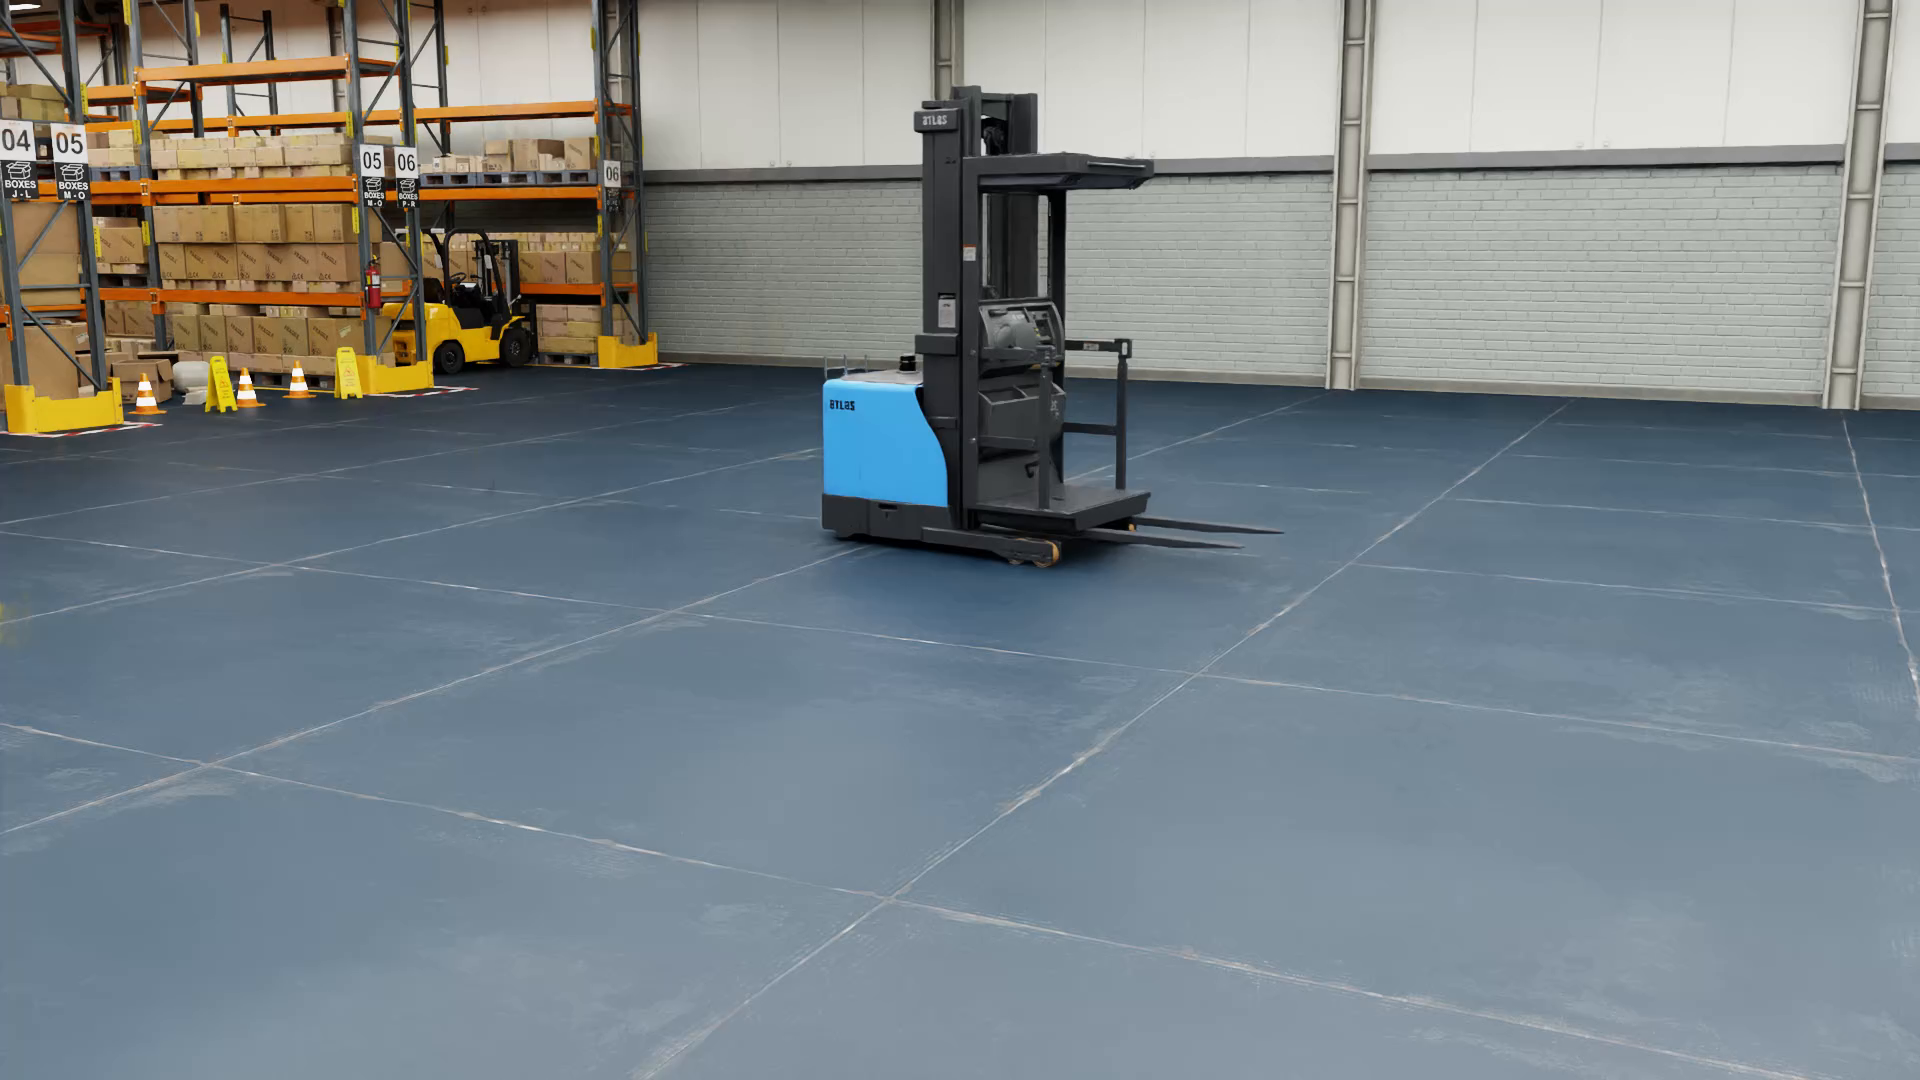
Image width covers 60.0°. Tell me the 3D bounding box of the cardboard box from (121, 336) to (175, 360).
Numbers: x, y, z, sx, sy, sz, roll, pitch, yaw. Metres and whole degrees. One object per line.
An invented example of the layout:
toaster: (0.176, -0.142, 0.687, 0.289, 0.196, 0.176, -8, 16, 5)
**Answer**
cardboard box: (-11.593, -2.755, 24.232, 0.625, 0.372, 0.950, 5, 11, 27)

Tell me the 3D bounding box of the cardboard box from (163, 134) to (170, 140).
cardboard box: (-11.920, -5.804, 24.290, 0.500, 0.250, 0.500, 5, 11, 25)

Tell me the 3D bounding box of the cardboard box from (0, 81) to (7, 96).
cardboard box: (-10.086, -4.660, 17.141, 0.250, 0.149, 0.380, 5, 11, 26)

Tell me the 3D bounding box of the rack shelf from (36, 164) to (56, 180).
rack shelf: (-11.428, -3.967, 18.323, 4.000, 0.370, 1.077, 5, 11, 26)

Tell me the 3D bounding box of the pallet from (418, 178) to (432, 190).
pallet: (-9.725, -6.043, 28.313, 1.217, 0.209, 0.805, 5, 11, 24)

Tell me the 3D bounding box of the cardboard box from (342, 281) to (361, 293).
cardboard box: (-7.964, -3.357, 22.064, 0.250, 0.149, 0.380, 5, 12, 28)

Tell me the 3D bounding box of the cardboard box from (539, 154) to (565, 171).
cardboard box: (-6.446, -5.981, 26.351, 0.258, 0.266, 0.396, 5, 11, 26)

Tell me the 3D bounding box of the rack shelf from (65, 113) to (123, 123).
rack shelf: (-17.896, -7.978, 32.075, 4.000, 0.370, 1.077, 5, 11, 26)

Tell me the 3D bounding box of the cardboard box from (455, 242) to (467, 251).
cardboard box: (-8.092, -4.828, 27.380, 0.250, 0.149, 0.380, 5, 12, 27)

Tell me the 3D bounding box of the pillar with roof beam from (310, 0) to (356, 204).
pillar with roof beam: (-12.853, -7.215, 25.827, 0.548, 9.000, 9.100, 5, 11, 26)

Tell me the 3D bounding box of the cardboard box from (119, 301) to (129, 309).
cardboard box: (-15.616, -4.440, 31.358, 0.250, 0.149, 0.380, 5, 11, 24)

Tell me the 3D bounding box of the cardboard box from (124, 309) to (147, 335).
cardboard box: (-15.287, -4.087, 31.227, 0.500, 0.500, 0.500, 5, 11, 25)

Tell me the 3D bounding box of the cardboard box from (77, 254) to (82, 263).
cardboard box: (-12.543, -4.283, 24.180, 0.500, 0.500, 0.500, 5, 12, 28)

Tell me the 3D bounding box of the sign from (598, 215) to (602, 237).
sign: (-5.594, -4.880, 25.852, 0.005, 0.325, 0.100, 5, 11, 26)

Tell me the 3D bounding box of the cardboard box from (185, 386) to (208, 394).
cardboard box: (-9.603, -1.864, 21.109, 0.380, 0.149, 0.250, -7, 12, -33)

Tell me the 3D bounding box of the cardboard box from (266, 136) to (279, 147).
cardboard box: (-9.064, -5.327, 22.285, 0.250, 0.149, 0.380, 5, 11, 24)

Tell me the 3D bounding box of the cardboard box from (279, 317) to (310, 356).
cardboard box: (-8.838, -2.770, 22.551, 0.500, 0.500, 0.500, 6, 12, 28)

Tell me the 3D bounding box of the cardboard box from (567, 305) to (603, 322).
cardboard box: (-5.892, -3.611, 26.493, 0.500, 0.250, 0.500, 5, 12, 28)

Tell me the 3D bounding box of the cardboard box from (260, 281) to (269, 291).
cardboard box: (-9.327, -3.481, 22.747, 0.250, 0.149, 0.380, 5, 11, 26)

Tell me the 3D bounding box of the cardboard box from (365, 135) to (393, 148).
cardboard box: (-7.763, -5.291, 22.086, 0.250, 0.149, 0.380, 5, 11, 25)

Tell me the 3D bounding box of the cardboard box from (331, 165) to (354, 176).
cardboard box: (-7.978, -4.822, 21.731, 0.250, 0.149, 0.380, 5, 11, 26)

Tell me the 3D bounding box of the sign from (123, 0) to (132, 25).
sign: (-11.362, -7.201, 22.685, 0.005, 0.325, 0.100, 5, 11, 26)

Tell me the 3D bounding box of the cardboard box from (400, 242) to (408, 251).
cardboard box: (-9.333, -4.954, 28.077, 0.250, 0.149, 0.380, 5, 12, 28)

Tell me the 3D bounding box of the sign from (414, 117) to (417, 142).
sign: (-7.294, -5.479, 22.201, 0.005, 0.325, 0.100, 5, 11, 26)

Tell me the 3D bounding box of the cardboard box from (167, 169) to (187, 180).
cardboard box: (-10.742, -5.060, 23.047, 0.250, 0.149, 0.380, 5, 11, 26)

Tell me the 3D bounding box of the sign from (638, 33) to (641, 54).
sign: (-5.090, -7.857, 26.305, 0.005, 0.325, 0.100, 5, 11, 26)

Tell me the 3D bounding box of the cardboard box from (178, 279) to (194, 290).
cardboard box: (-10.731, -3.590, 23.347, 0.250, 0.149, 0.380, 5, 12, 27)

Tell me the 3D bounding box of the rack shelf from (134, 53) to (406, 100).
rack shelf: (-9.328, -6.240, 22.468, 4.000, 0.370, 1.077, 5, 11, 26)

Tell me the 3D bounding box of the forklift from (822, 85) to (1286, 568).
forklift: (0.573, -1.379, 10.618, 3.031, 2.935, 1.130, 7, 12, 33)

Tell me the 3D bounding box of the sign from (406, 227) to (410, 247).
sign: (-9.160, -5.037, 27.612, 0.005, 0.325, 0.100, 5, 11, 26)

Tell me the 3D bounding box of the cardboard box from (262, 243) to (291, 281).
cardboard box: (-9.037, -3.760, 22.468, 0.500, 0.500, 0.500, 5, 11, 26)

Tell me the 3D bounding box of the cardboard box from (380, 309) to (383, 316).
cardboard box: (-9.401, -3.671, 28.582, 0.625, 0.625, 0.875, 6, 12, 28)

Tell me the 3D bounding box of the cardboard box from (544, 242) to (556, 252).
cardboard box: (-6.442, -4.697, 26.656, 0.250, 0.149, 0.380, 5, 11, 25)

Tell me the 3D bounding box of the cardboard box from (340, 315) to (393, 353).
cardboard box: (-8.157, -2.818, 22.813, 0.500, 0.500, 0.500, 5, 11, 24)

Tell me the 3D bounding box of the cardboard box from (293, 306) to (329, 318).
cardboard box: (-8.727, -3.067, 22.370, 0.250, 0.149, 0.380, 5, 12, 27)

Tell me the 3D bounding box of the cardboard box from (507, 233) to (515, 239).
cardboard box: (-7.134, -4.908, 26.989, 0.250, 0.149, 0.380, 5, 11, 27)

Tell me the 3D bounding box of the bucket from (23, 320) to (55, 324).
bucket: (-12.079, -2.497, 21.528, 0.726, 0.611, 0.620, -10, 4, -43)

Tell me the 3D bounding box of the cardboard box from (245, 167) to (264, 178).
cardboard box: (-9.375, -4.936, 22.361, 0.250, 0.149, 0.380, 5, 11, 25)

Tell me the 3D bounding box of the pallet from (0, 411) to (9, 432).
pallet: (-10.386, -1.366, 18.183, 1.213, 0.211, 1.003, 5, 11, 26)

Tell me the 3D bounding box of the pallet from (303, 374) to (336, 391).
pallet: (-8.315, -2.189, 22.734, 1.213, 0.211, 1.003, 5, 11, 26)

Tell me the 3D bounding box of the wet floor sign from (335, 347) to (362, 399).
wet floor sign: (-7.837, -2.141, 21.250, 0.267, 0.644, 0.232, -10, 14, -43)

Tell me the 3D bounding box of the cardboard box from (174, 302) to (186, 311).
cardboard box: (-14.247, -4.312, 30.654, 0.250, 0.149, 0.380, 4, 11, 23)

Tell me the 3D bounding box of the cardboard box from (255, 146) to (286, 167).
cardboard box: (-9.030, -5.112, 22.214, 0.500, 0.250, 0.500, 5, 12, 27)

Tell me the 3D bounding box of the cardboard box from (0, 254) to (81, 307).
cardboard box: (-9.987, -2.783, 17.764, 0.550, 0.550, 0.875, 5, 11, 26)

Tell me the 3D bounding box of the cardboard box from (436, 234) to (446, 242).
cardboard box: (-8.492, -5.033, 27.679, 0.250, 0.149, 0.380, 5, 11, 27)

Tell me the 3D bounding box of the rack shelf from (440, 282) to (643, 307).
rack shelf: (-7.135, -4.082, 27.384, 4.000, 0.370, 1.077, 5, 11, 26)

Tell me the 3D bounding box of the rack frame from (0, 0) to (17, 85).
rack frame: (-14.709, -7.068, 25.016, 0.127, 3.000, 1.000, 5, 11, 26)

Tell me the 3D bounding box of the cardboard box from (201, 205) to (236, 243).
cardboard box: (-9.936, -4.332, 22.818, 0.500, 0.500, 0.700, 5, 11, 25)

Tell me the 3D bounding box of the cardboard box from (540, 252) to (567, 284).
cardboard box: (-6.360, -4.367, 26.657, 0.500, 0.500, 0.500, 5, 12, 28)

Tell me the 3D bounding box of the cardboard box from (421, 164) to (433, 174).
cardboard box: (-8.661, -6.118, 27.436, 0.250, 0.149, 0.380, 5, 12, 27)

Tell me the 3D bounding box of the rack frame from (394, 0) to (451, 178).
rack frame: (-8.929, -7.546, 27.657, 0.127, 3.000, 1.000, 5, 11, 26)

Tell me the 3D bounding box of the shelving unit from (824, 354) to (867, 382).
shelving unit: (-0.783, -0.691, 11.664, 0.189, 1.200, 0.258, 5, 11, 34)

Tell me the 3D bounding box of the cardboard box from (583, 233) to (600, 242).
cardboard box: (-5.756, -4.788, 26.326, 0.250, 0.149, 0.380, 5, 11, 26)

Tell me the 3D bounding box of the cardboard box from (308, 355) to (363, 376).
cardboard box: (-8.400, -2.362, 22.400, 0.500, 0.250, 0.500, 5, 11, 26)

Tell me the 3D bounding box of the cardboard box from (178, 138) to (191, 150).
cardboard box: (-10.505, -5.431, 22.858, 0.250, 0.149, 0.380, 5, 11, 24)

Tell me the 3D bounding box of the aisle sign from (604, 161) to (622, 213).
aisle sign: (-5.412, -5.506, 25.930, 0.004, 0.787, 0.394, 5, 11, 26)

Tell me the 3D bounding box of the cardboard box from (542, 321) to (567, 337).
cardboard box: (-6.361, -3.408, 26.776, 0.500, 0.250, 0.500, 5, 11, 25)
